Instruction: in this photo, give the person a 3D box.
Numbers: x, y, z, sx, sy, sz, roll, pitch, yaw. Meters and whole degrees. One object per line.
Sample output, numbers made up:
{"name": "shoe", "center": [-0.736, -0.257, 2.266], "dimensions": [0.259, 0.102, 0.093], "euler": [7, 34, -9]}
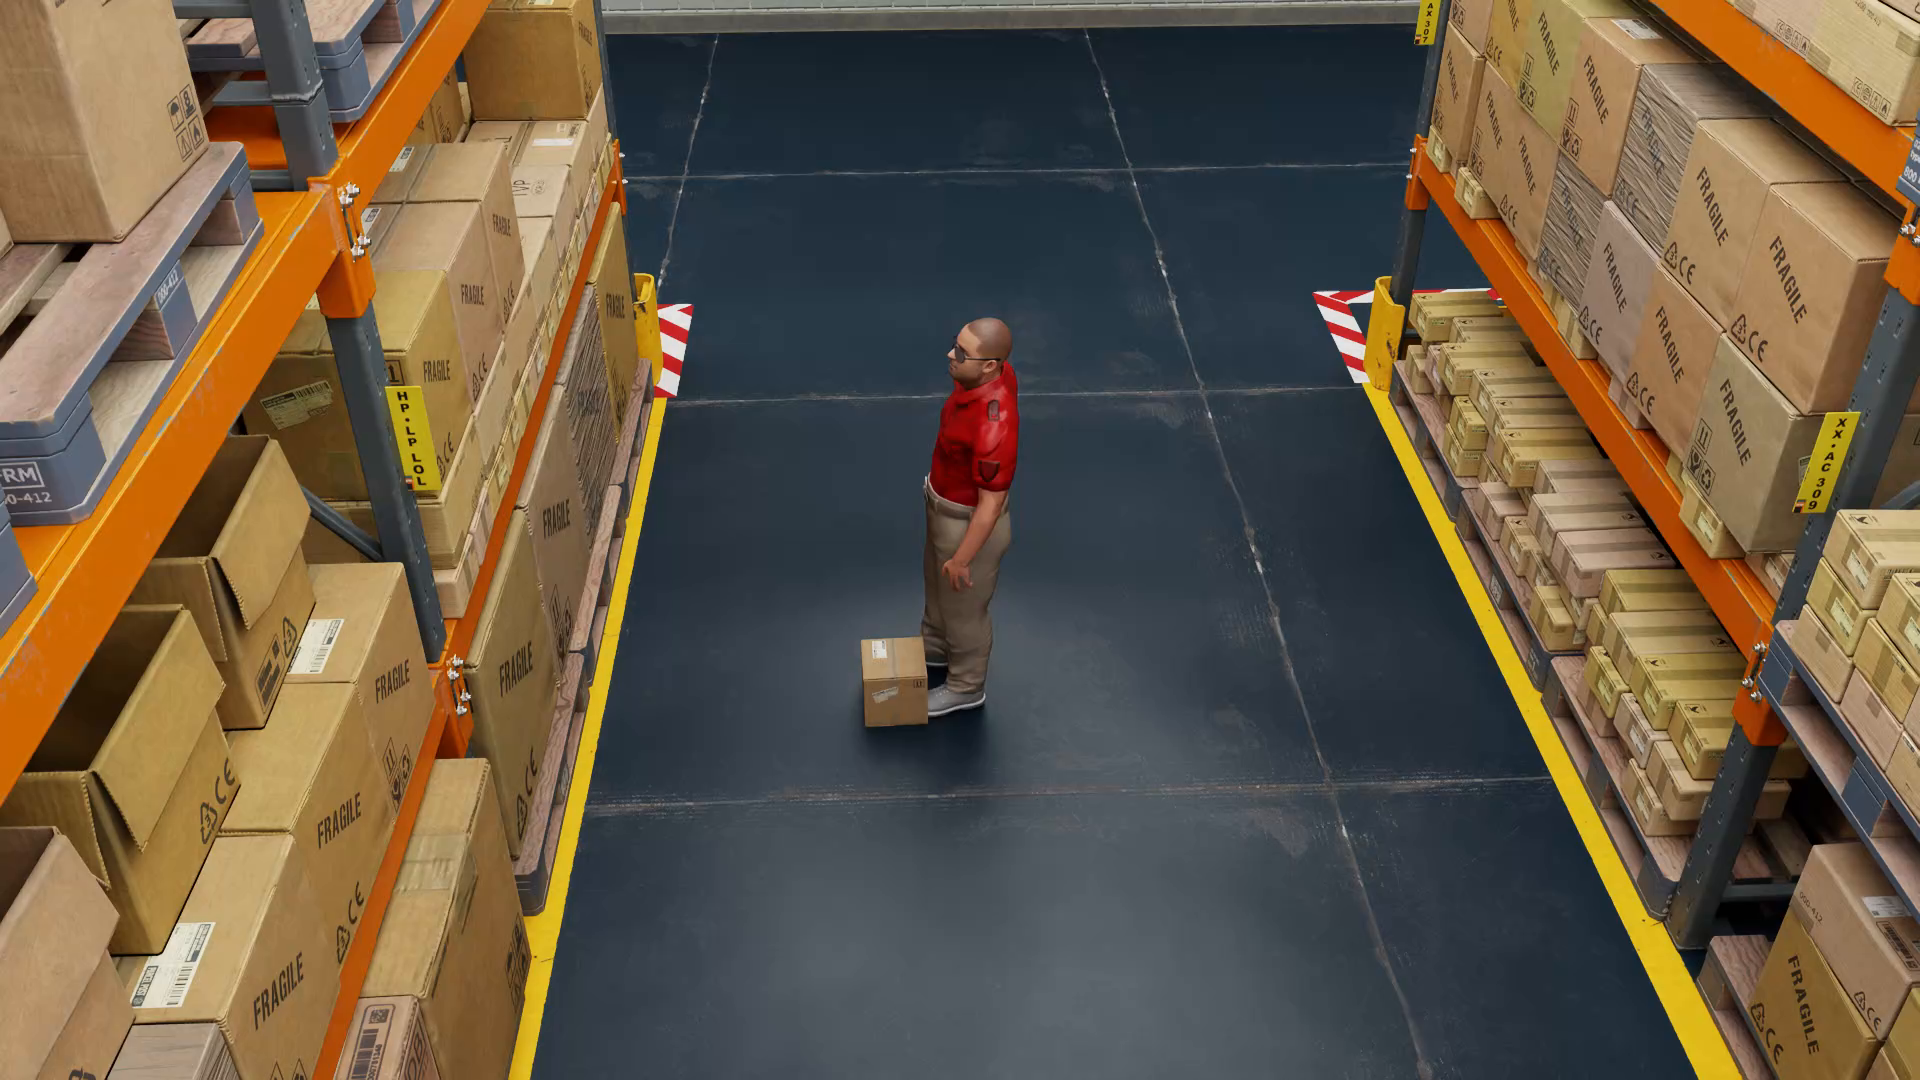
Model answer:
{"name": "person", "center": [-0.062, -0.072, 6.246], "dimensions": [0.550, 1.728, 0.642], "euler": [-1, 35, -2]}
